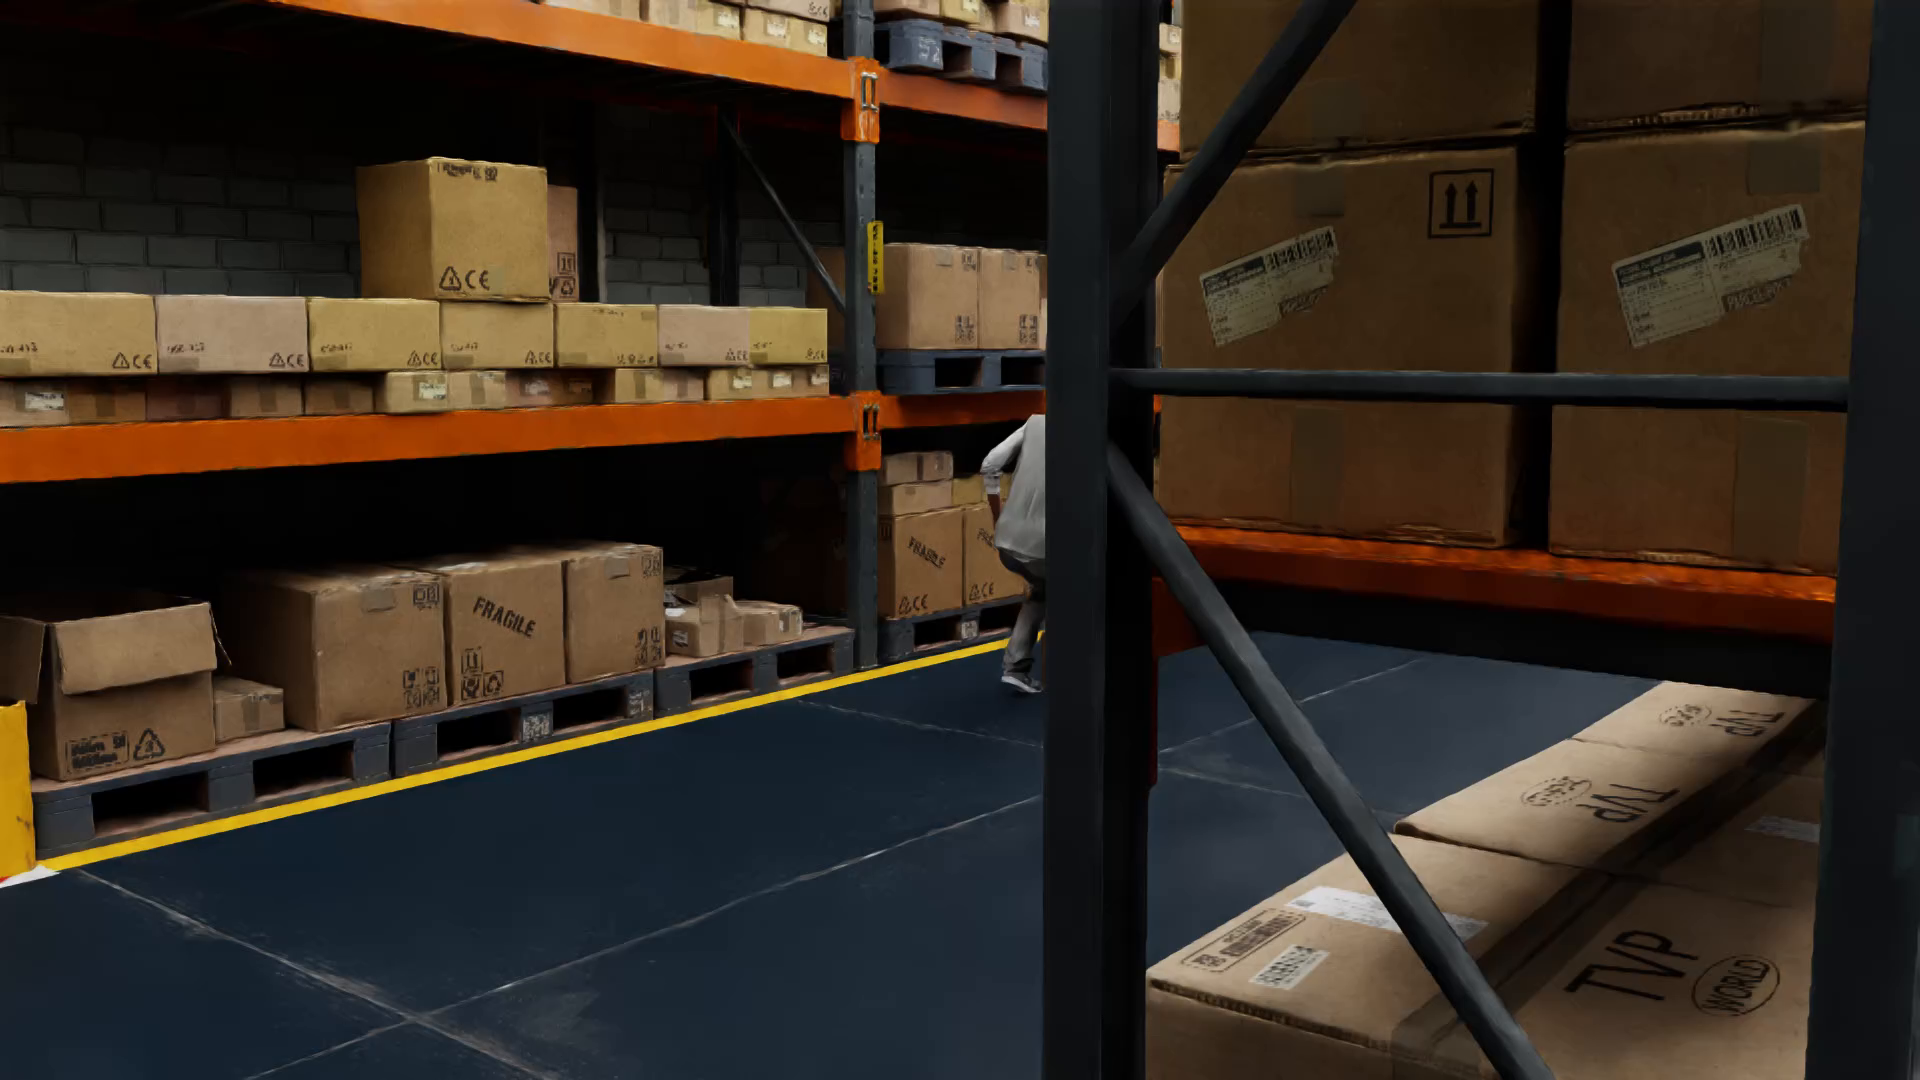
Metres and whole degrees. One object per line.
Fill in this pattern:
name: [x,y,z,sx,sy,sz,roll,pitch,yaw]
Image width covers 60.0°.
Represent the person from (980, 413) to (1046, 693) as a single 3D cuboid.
person: [0.451,0.011,7.126,0.656,1.416,0.687,7,10,44]
